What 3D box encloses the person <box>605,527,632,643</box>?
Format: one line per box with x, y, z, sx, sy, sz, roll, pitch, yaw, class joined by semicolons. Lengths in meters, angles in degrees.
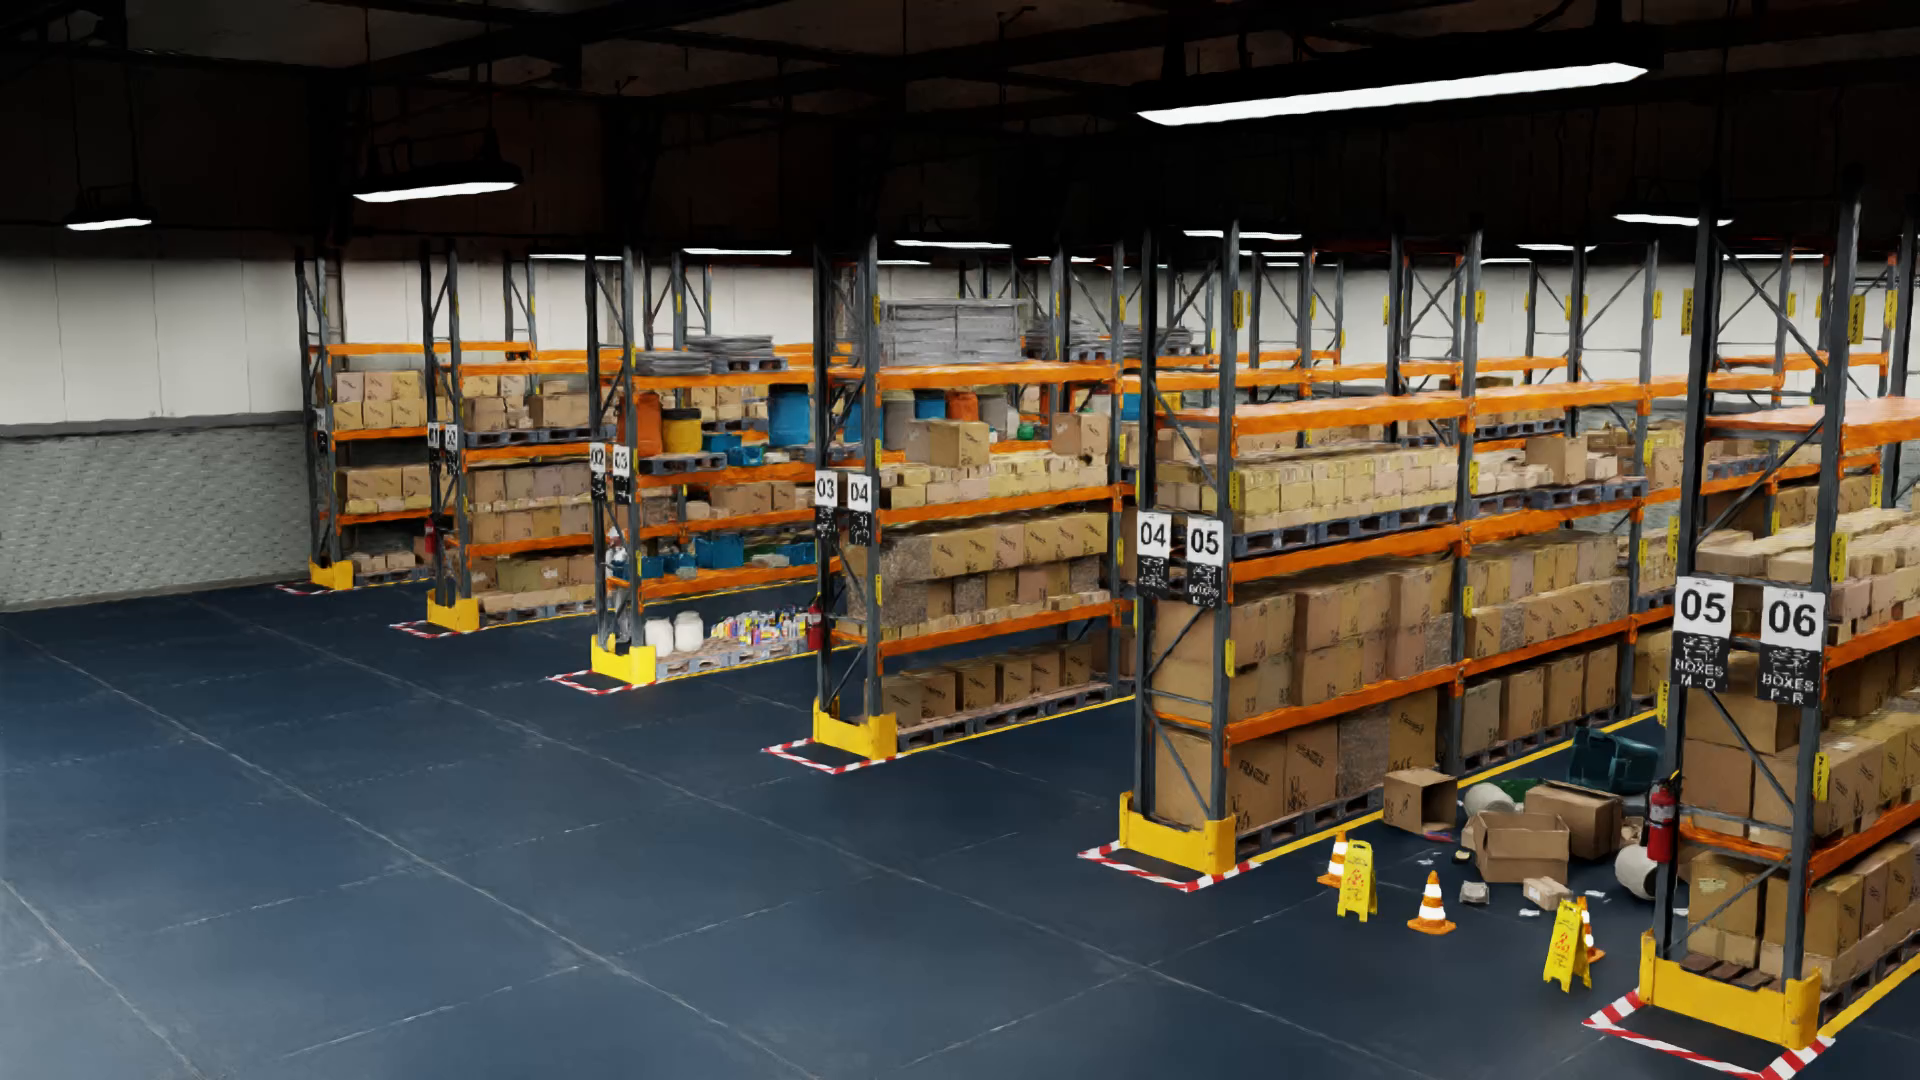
-5.037;0.642;25.061;0.660;1.741;0.682;7;11;38;person
